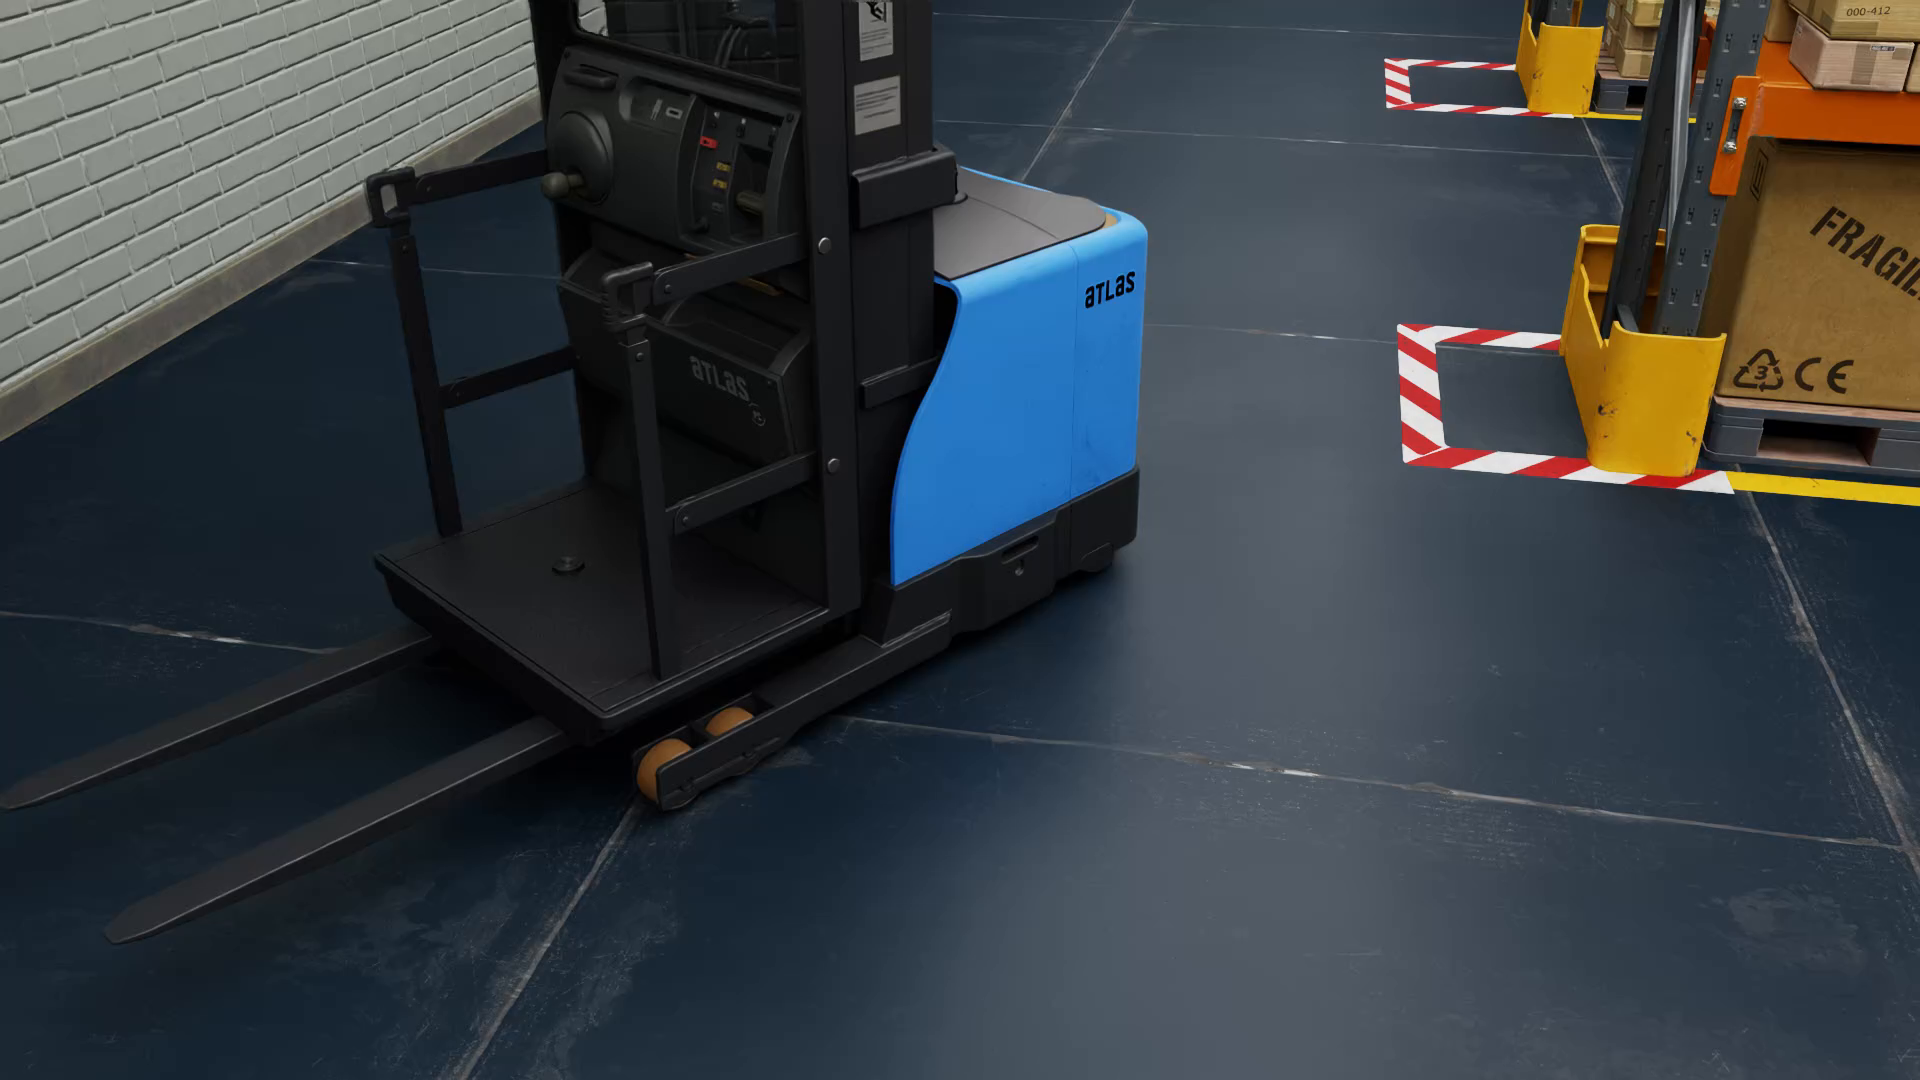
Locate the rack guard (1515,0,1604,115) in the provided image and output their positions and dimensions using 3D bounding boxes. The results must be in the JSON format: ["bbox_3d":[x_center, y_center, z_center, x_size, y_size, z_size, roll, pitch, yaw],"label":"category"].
[{"bbox_3d":[3.680,-3.025,10.255,0.348,0.500,1.175,6,29,11],"label":"rack guard"}]

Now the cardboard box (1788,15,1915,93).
[{"bbox_3d":[2.750,-1.509,5.144,0.250,0.149,0.380,6,29,11],"label":"cardboard box"}]

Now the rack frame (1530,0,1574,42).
[{"bbox_3d":[3.606,-4.129,9.668,0.127,3.000,1.000,6,29,11],"label":"rack frame"}]

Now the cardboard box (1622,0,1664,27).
[{"bbox_3d":[4.047,-3.112,9.722,0.250,0.149,0.380,5,29,8],"label":"cardboard box"}]

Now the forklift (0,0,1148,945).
[{"bbox_3d":[-0.853,-0.911,3.862,3.031,2.935,1.130,-26,38,-38],"label":"forklift"}]

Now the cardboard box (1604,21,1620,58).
[{"bbox_3d":[4.164,-3.108,10.335,0.250,0.149,0.380,6,29,11],"label":"cardboard box"}]

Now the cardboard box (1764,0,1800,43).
[{"bbox_3d":[2.888,-1.819,5.710,0.250,0.149,0.380,6,29,12],"label":"cardboard box"}]

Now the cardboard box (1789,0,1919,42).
[{"bbox_3d":[2.884,-1.700,5.077,0.500,0.250,0.500,5,29,9],"label":"cardboard box"}]

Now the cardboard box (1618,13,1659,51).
[{"bbox_3d":[4.065,-3.020,9.864,0.250,0.149,0.380,7,29,13],"label":"cardboard box"}]

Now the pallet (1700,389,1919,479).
[{"bbox_3d":[3.270,-0.543,6.022,1.213,0.211,1.003,6,29,11],"label":"pallet"}]

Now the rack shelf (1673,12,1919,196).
[{"bbox_3d":[4.427,-1.294,5.239,4.000,0.370,1.077,6,29,11],"label":"rack shelf"}]

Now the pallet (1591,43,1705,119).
[{"bbox_3d":[4.467,-2.800,10.145,1.213,0.211,1.003,6,29,11],"label":"pallet"}]

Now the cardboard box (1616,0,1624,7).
[{"bbox_3d":[4.177,-3.390,10.230,0.250,0.149,0.380,6,29,11],"label":"cardboard box"}]

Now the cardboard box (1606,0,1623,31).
[{"bbox_3d":[4.182,-3.274,10.329,0.250,0.149,0.380,5,29,9],"label":"cardboard box"}]

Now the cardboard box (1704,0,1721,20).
[{"bbox_3d":[4.342,-3.140,9.775,0.250,0.149,0.380,6,29,11],"label":"cardboard box"}]

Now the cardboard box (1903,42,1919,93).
[{"bbox_3d":[3.001,-1.484,5.099,0.250,0.149,0.380,5,29,10],"label":"cardboard box"}]

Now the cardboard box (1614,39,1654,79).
[{"bbox_3d":[4.051,-2.860,9.882,0.250,0.149,0.380,6,29,12],"label":"cardboard box"}]

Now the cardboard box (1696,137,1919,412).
[{"bbox_3d":[3.114,-1.035,5.793,0.875,0.875,0.875,6,29,11],"label":"cardboard box"}]

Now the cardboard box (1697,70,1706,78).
[{"bbox_3d":[4.325,-2.872,9.904,0.250,0.149,0.380,6,29,10],"label":"cardboard box"}]

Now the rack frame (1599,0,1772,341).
[{"bbox_3d":[2.471,-1.810,5.432,0.127,3.000,1.000,6,29,11],"label":"rack frame"}]

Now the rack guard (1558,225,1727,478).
[{"bbox_3d":[2.448,-0.716,6.037,0.348,0.500,1.175,6,29,11],"label":"rack guard"}]
